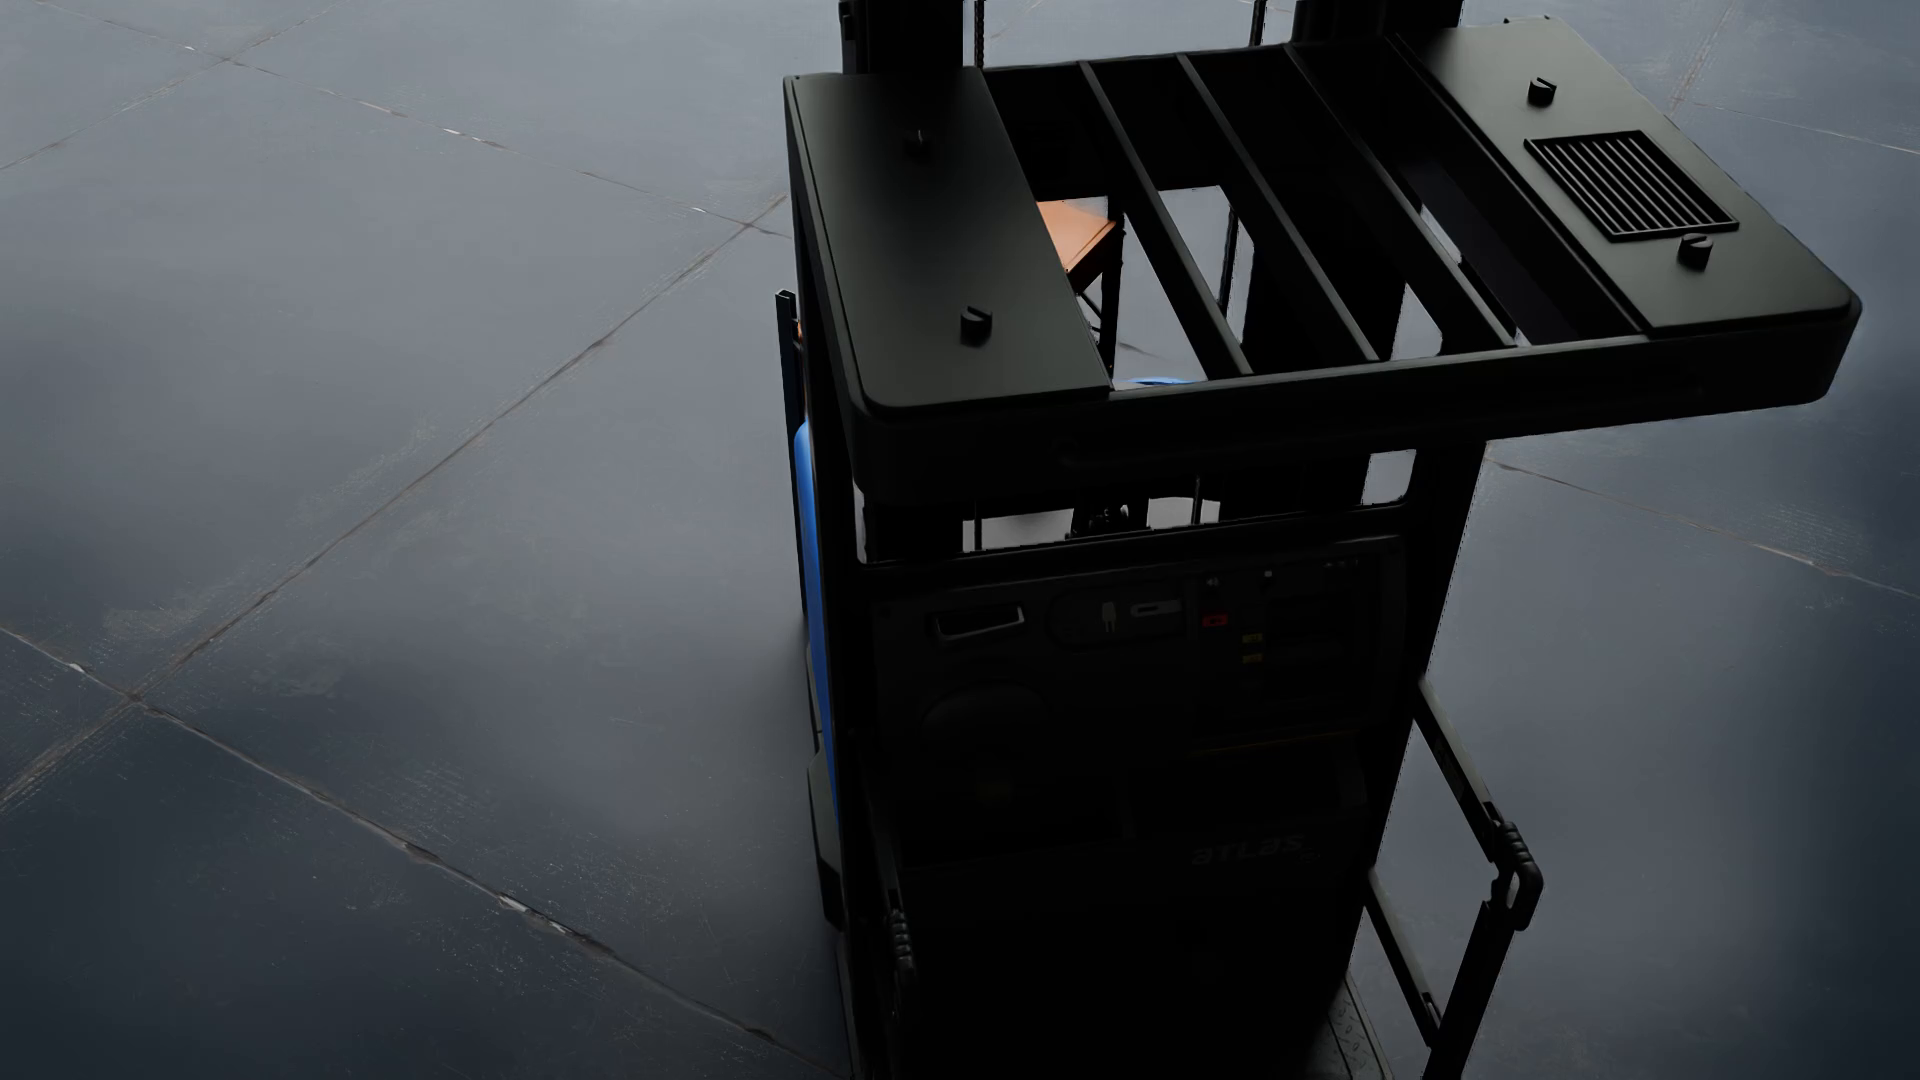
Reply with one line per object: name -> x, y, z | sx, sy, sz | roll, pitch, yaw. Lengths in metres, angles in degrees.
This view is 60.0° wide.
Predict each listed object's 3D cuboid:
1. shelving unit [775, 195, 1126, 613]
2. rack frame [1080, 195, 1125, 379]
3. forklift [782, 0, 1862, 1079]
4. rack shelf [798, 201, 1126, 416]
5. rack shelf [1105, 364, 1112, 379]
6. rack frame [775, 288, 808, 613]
shelving unit -> 0.003, -0.426, 4.883 | 0.538, 1.125, 1.048 | 21, 45, 22
rack frame -> 0.258, -0.717, 5.213 | 0.500, 1.125, 0.032 | 21, 45, 22
forklift -> 0.354, 0.300, 2.692 | 1.130, 2.935, 3.031 | -7, 42, -8
rack shelf -> 0.003, -0.646, 4.689 | 0.538, 0.278, 1.000 | 21, 45, 22
rack shelf -> 0.003, -0.243, 5.044 | 0.538, 0.278, 1.000 | 21, 45, 22
rack frame -> -0.251, -0.135, 4.552 | 0.500, 1.125, 0.032 | 21, 45, 22
